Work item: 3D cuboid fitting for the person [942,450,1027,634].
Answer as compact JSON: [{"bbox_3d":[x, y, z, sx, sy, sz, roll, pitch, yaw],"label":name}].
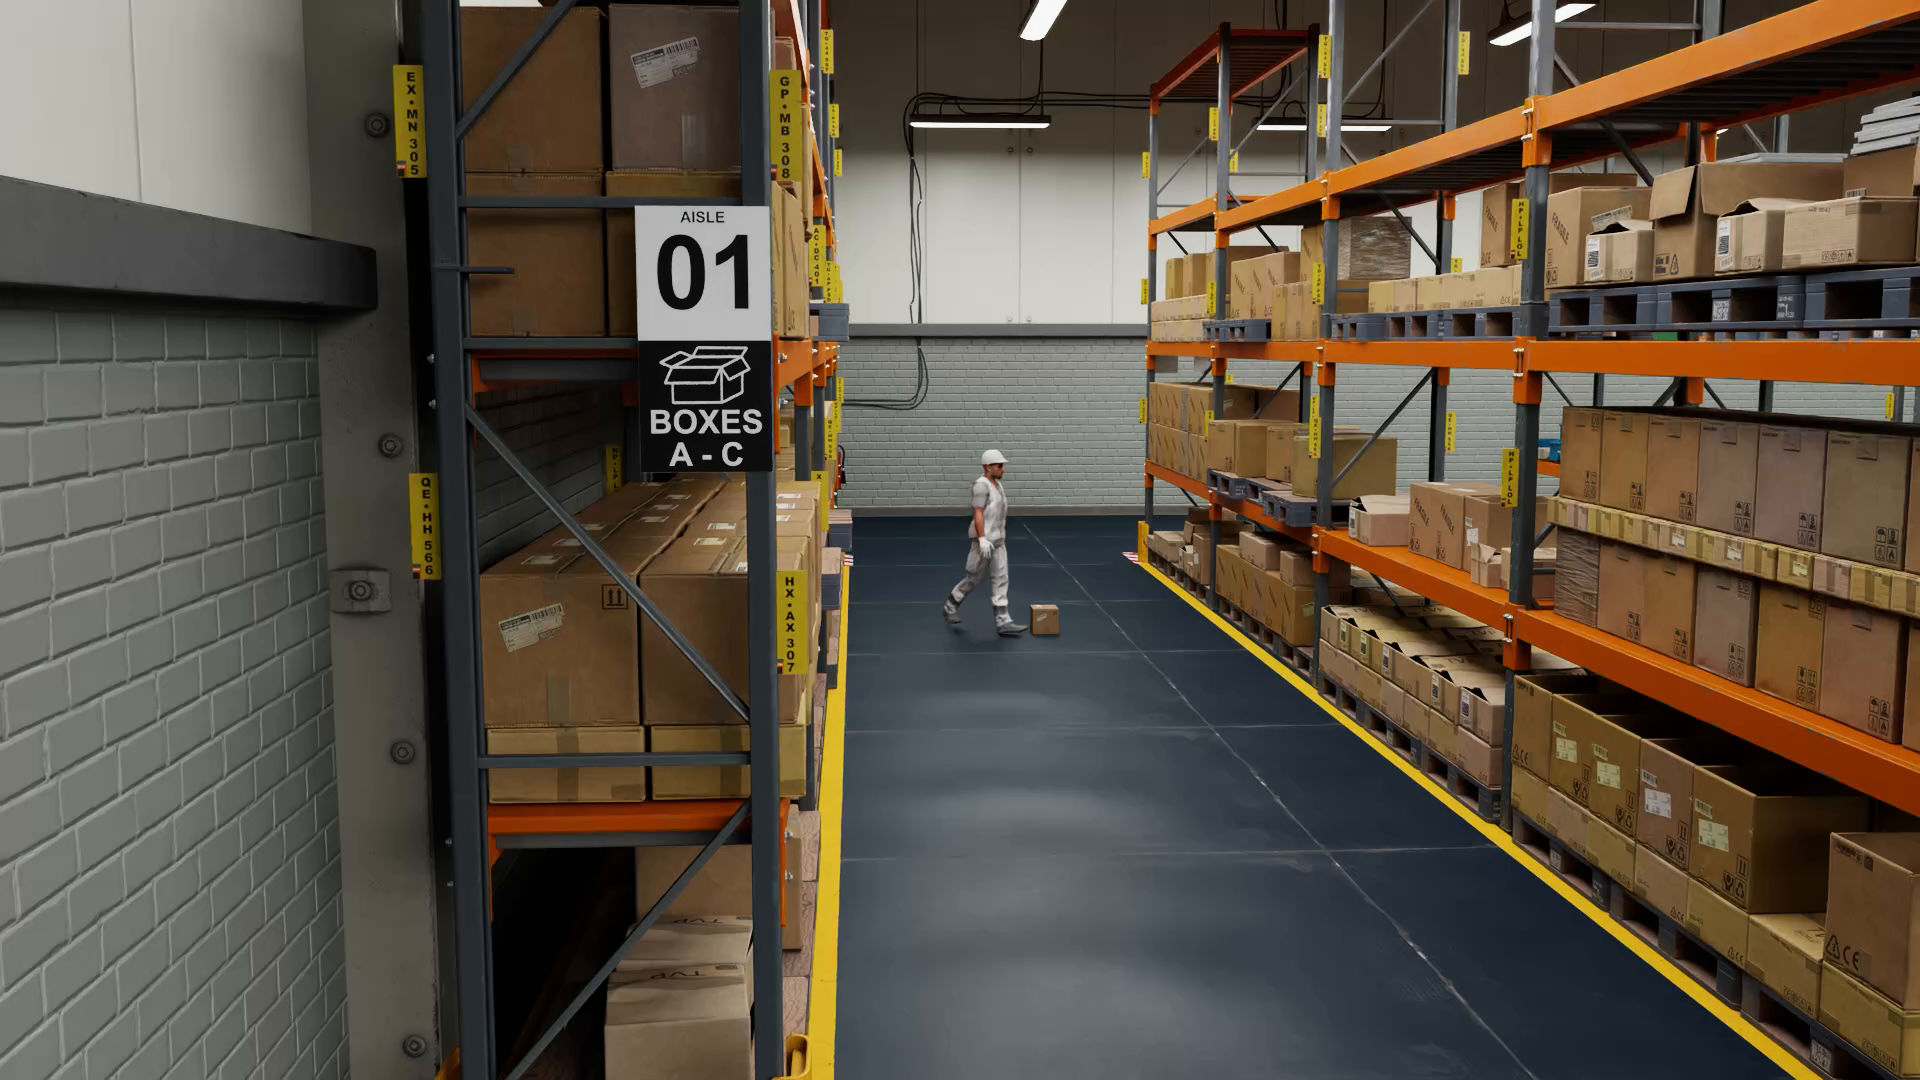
[{"bbox_3d":[0.228,0.016,16.046,0.921,1.773,0.639,4,8,28],"label":"person"}]
